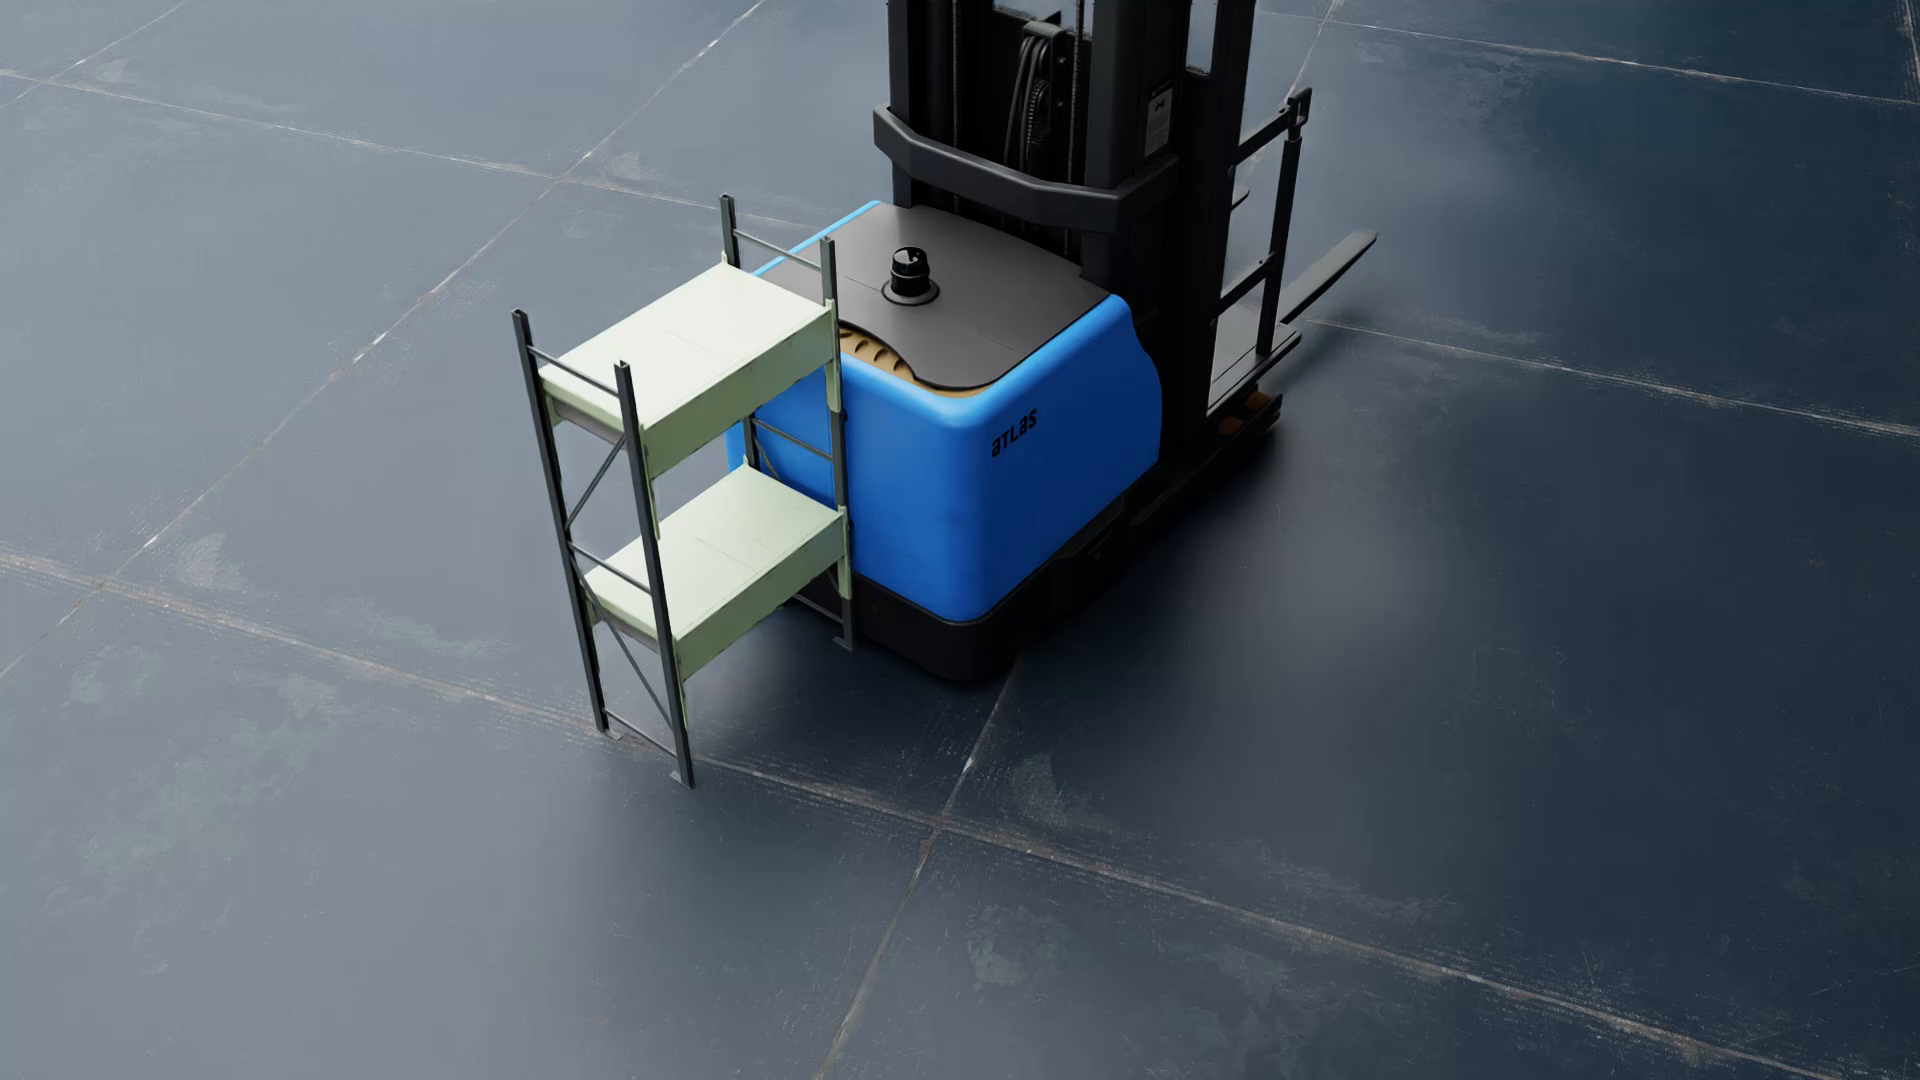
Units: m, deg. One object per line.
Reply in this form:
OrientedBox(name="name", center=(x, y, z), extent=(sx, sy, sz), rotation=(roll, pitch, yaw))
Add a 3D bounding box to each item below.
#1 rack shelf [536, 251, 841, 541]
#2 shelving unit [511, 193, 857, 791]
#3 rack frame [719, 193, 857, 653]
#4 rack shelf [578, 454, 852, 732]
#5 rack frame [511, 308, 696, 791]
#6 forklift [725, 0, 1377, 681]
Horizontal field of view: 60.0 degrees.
OrientedBox(name="rack shelf", center=(-0.719, -0.403, 4.466), extent=(0.431, 0.370, 0.720), rotation=(27, 47, 28))
OrientedBox(name="shelving unit", center=(-0.719, -0.106, 4.719), extent=(0.431, 1.500, 0.755), rotation=(27, 47, 28))
OrientedBox(name="rack frame", center=(-0.494, -0.294, 4.939), extent=(0.400, 1.500, 0.023), rotation=(27, 47, 28))
OrientedBox(name="rack shelf", center=(-0.719, 0.142, 4.931), extent=(0.431, 0.370, 0.720), rotation=(27, 47, 28))
OrientedBox(name="rack frame", center=(-0.944, 0.081, 4.500), extent=(0.400, 1.500, 0.023), rotation=(27, 47, 28))
OrientedBox(name="forklift", center=(0.540, -1.580, 5.344), extent=(1.130, 2.935, 3.031), rotation=(27, 47, 28))
